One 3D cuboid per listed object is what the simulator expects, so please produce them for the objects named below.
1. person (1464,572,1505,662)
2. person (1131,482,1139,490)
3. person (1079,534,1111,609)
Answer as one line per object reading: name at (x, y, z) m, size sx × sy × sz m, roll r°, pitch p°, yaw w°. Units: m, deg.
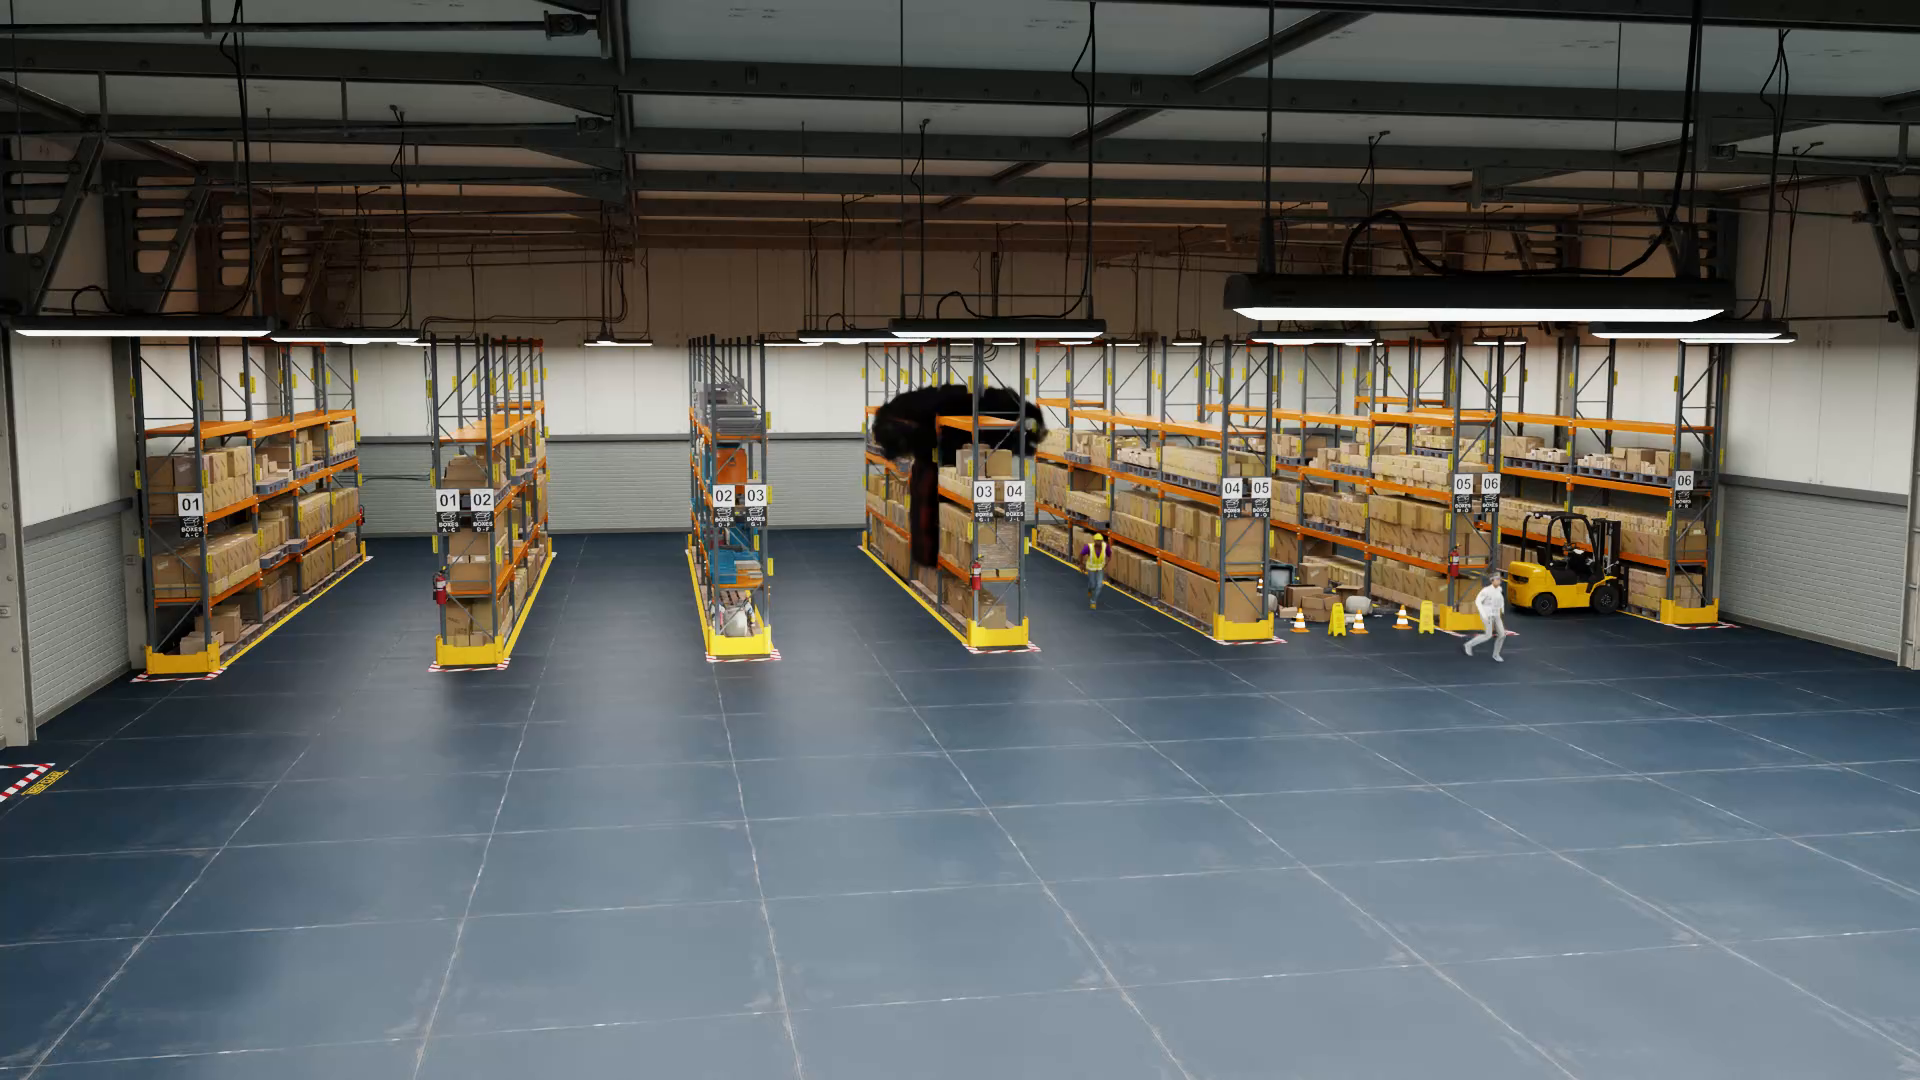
person at (9.768, 1.420, 30.714) m, size 0.781 × 1.687 × 0.591 m, roll -5°, pitch 8°, yaw -35°
person at (5.243, -0.868, 50.204) m, size 0.754 × 1.787 × 0.633 m, roll -2°, pitch 7°, yaw -17°
person at (3.009, 0.675, 36.964) m, size 0.696 × 1.691 × 0.819 m, roll -1°, pitch 7°, yaw -12°
